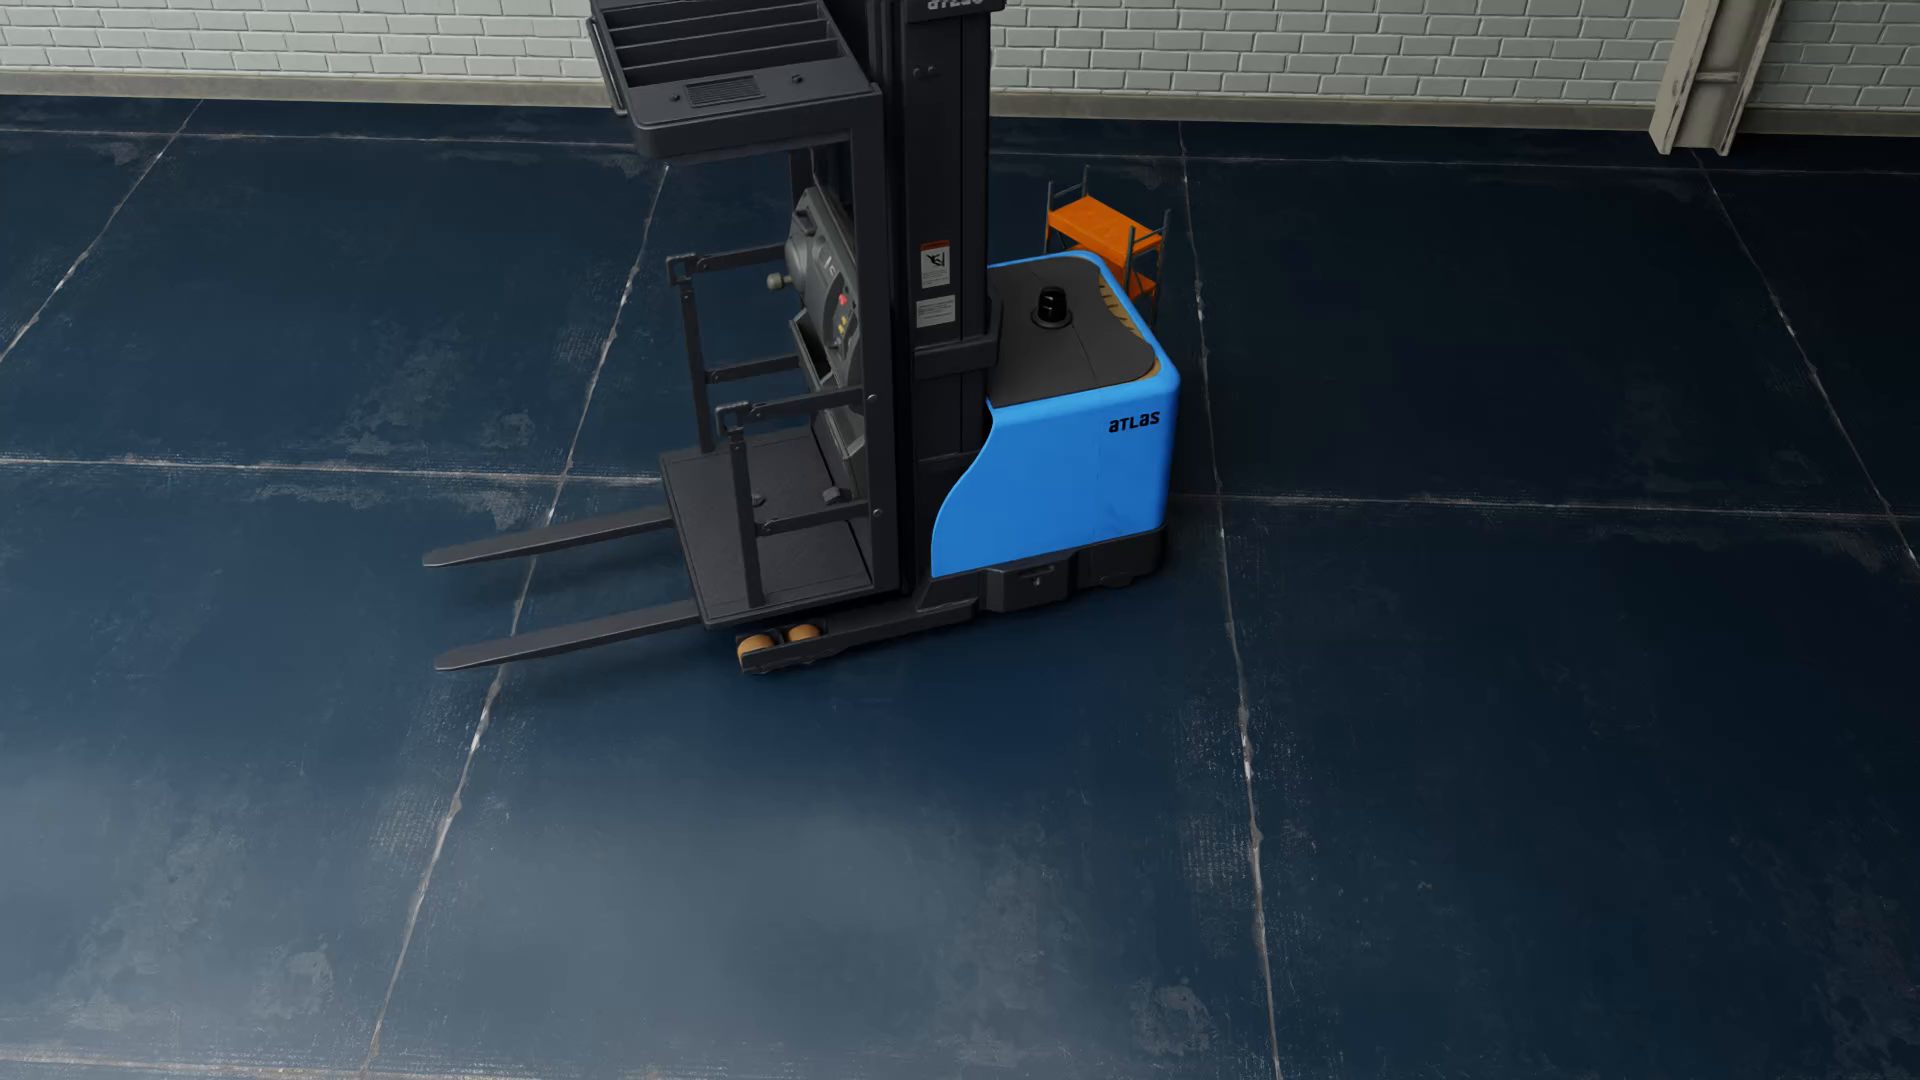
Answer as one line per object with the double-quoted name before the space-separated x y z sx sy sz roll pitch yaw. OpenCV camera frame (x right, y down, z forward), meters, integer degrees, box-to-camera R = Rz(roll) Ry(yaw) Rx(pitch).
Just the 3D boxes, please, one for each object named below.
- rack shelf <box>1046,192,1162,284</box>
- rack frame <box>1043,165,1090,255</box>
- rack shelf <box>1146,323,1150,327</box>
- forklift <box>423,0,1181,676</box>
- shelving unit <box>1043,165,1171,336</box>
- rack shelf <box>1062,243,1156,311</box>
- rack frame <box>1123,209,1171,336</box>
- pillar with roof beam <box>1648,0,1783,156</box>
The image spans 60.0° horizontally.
"rack shelf" 0.637 -1.328 7.296 0.258 0.148 0.480 -30 50 -31
"rack frame" 0.461 -1.156 7.688 0.240 1.200 0.015 -30 50 -31
"rack shelf" 0.621 -0.982 7.599 0.258 0.148 0.480 -30 50 -31
"forklift" -0.697 -0.931 6.185 3.031 2.935 1.130 -12 44 -13
"shelving unit" 0.623 -1.032 7.555 0.258 1.200 0.503 -30 50 -31
"rack shelf" 0.629 -1.150 7.452 0.258 0.148 0.480 -30 50 -31
"rack frame" 0.786 -0.908 7.422 0.240 1.200 0.015 -30 50 -31
"pillar with roof beam" 4.126 -2.726 3.660 0.400 9.000 9.100 2 43 2
